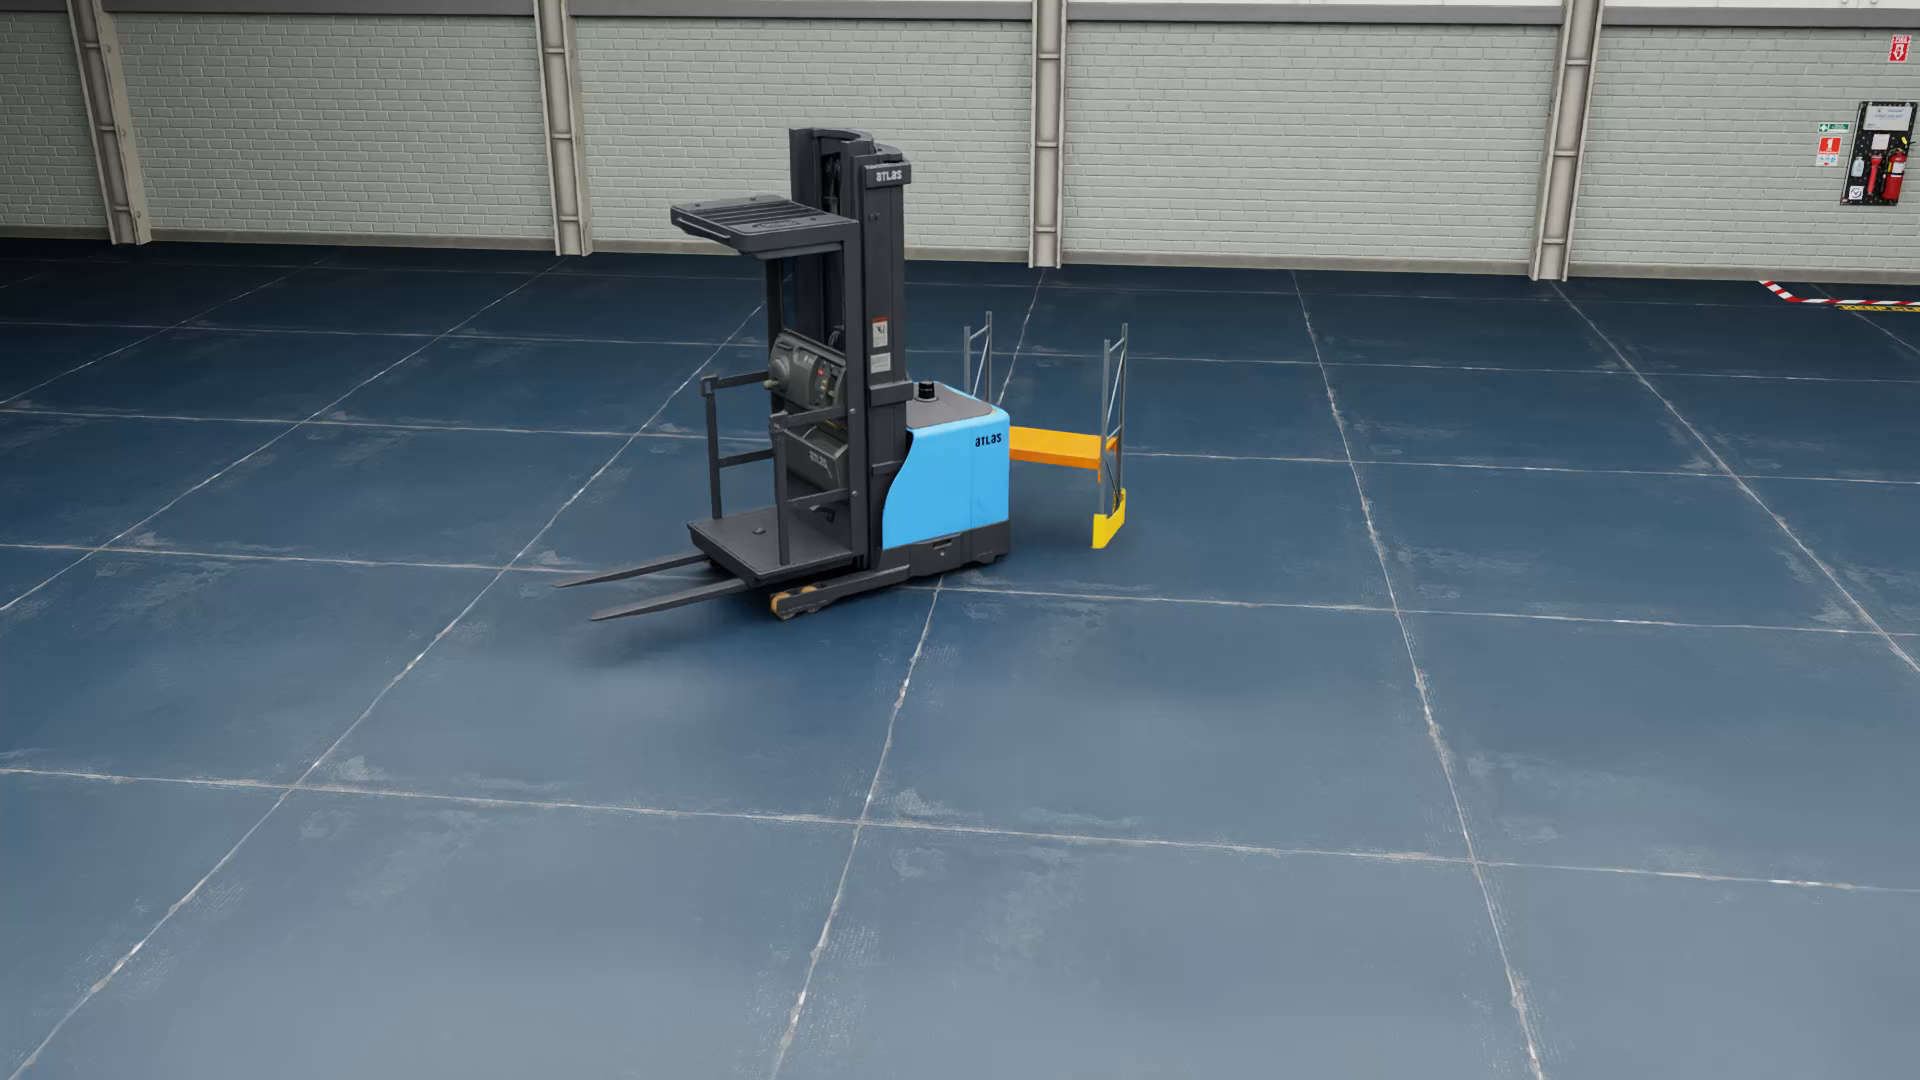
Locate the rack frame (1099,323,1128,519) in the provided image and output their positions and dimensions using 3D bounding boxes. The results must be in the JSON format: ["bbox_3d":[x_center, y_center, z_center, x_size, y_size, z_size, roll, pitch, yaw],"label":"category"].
[{"bbox_3d":[1.080,-0.742,11.776,0.032,1.500,0.500,8,23,19],"label":"rack frame"}]

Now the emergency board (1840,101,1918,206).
[{"bbox_3d":[10.520,-4.388,18.959,0.643,1.169,0.194,2,22,6],"label":"emergency board"}]

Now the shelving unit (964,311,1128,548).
[{"bbox_3d":[0.613,-0.806,11.939,1.083,1.500,0.587,8,23,19],"label":"shelving unit"}]

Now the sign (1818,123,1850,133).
[{"bbox_3d":[9.986,-4.709,19.002,0.331,0.109,0.001,2,22,6],"label":"sign"}]

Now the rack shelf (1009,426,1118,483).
[{"bbox_3d":[0.605,-0.640,12.008,1.000,0.185,0.538,8,23,19],"label":"rack shelf"}]

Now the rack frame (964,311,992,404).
[{"bbox_3d":[0.129,-0.873,12.109,0.032,1.500,0.500,8,23,19],"label":"rack frame"}]

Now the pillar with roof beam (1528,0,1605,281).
[{"bbox_3d":[6.504,-5.745,14.231,0.400,9.000,9.100,2,22,6],"label":"pillar with roof beam"}]

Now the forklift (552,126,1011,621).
[{"bbox_3d":[-1.162,-1.078,10.680,3.031,2.935,1.130,-14,25,-31],"label":"forklift"}]

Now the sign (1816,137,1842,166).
[{"bbox_3d":[9.983,-4.466,19.108,0.234,0.329,0.001,2,22,6],"label":"sign"}]

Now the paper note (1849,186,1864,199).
[{"bbox_3d":[10.352,-4.011,19.204,0.142,0.148,0.016,2,22,6],"label":"paper note"}]

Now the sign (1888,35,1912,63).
[{"bbox_3d":[10.524,-5.503,18.626,0.199,0.298,0.001,2,22,6],"label":"sign"}]

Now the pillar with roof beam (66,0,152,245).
[{"bbox_3d":[-11.370,-6.524,16.201,0.400,9.000,9.100,2,22,6],"label":"pillar with roof beam"}]

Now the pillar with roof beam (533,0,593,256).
[{"bbox_3d":[-5.412,-6.264,15.545,0.400,9.000,9.100,2,22,6],"label":"pillar with roof beam"}]

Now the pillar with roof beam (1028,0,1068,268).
[{"bbox_3d":[0.546,-6.004,14.888,0.400,9.000,9.100,2,22,6],"label":"pillar with roof beam"}]

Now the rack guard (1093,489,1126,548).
[{"bbox_3d":[1.079,-0.160,12.006,0.087,0.250,0.587,8,23,19],"label":"rack guard"}]
